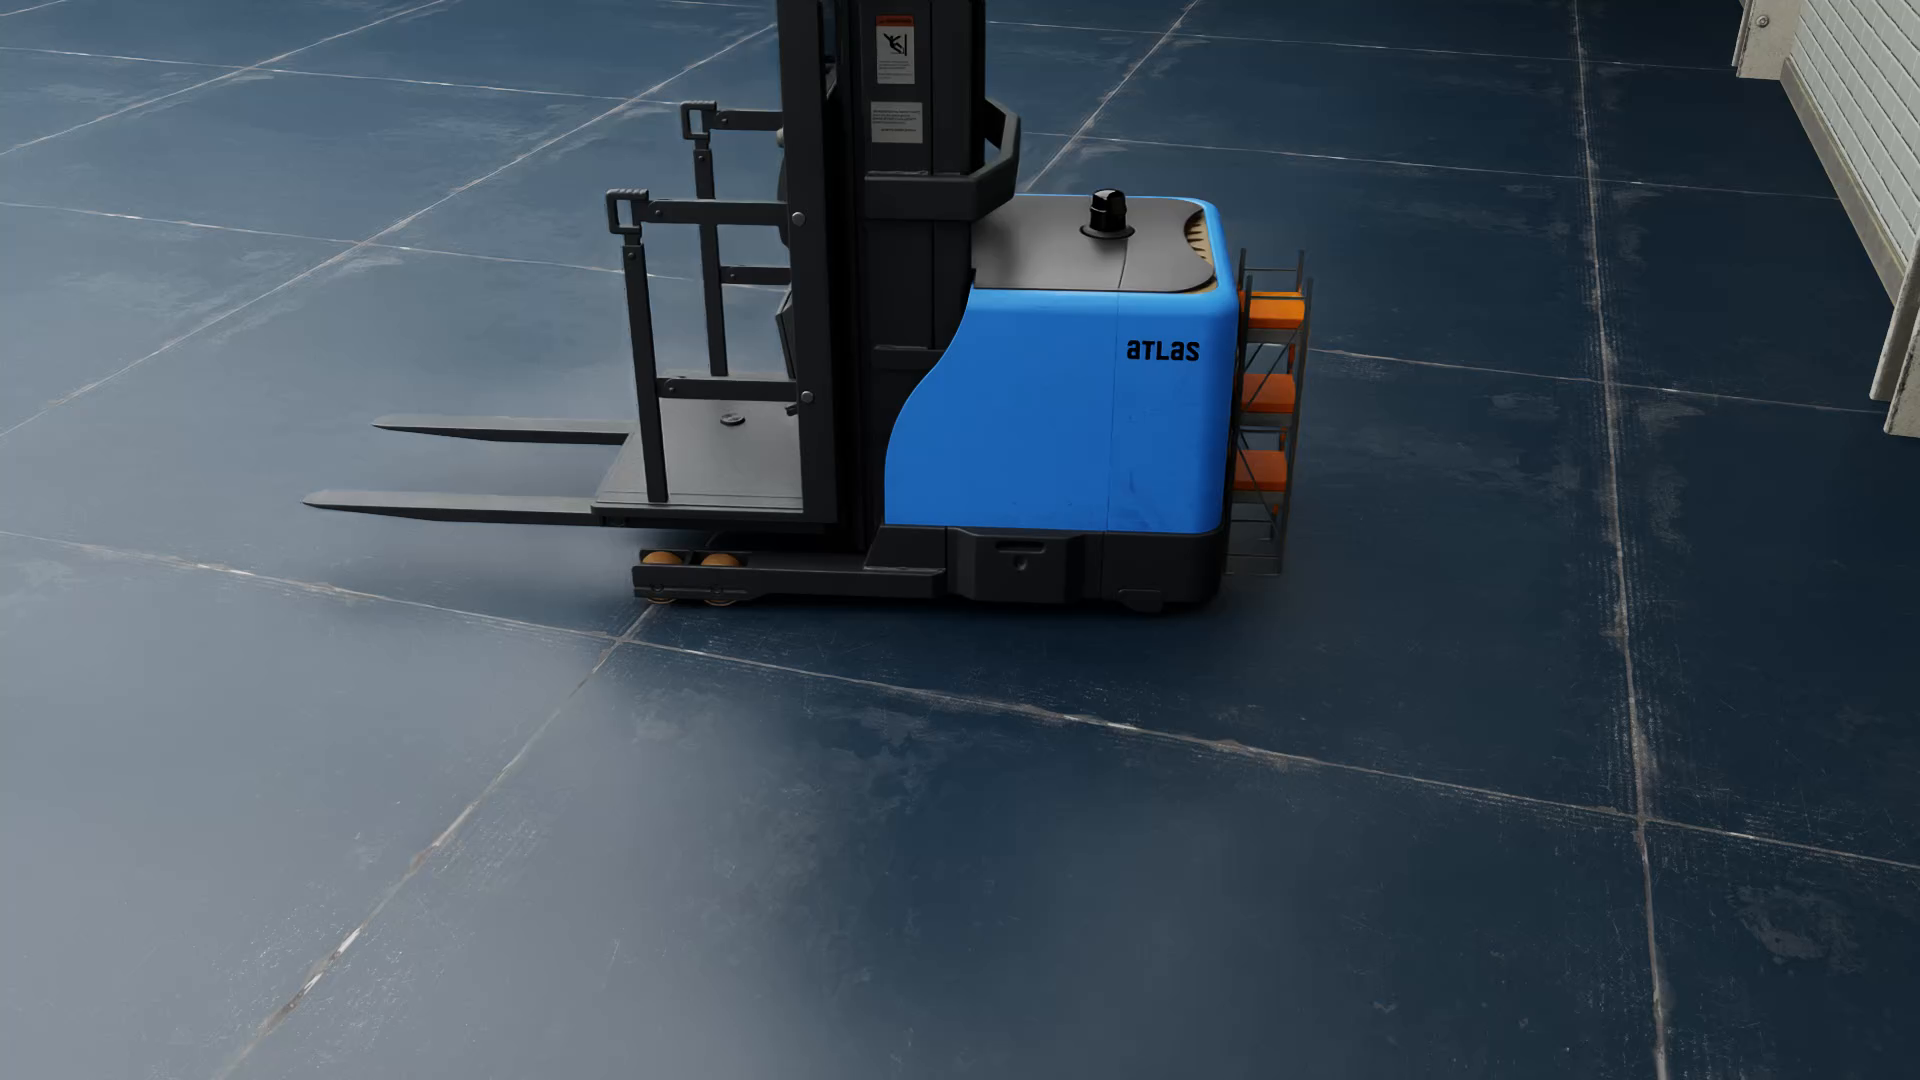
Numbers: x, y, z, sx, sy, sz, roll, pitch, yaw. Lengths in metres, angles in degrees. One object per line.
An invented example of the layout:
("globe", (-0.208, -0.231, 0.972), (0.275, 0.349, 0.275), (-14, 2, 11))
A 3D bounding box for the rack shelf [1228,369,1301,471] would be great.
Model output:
("rack shelf", (0.977, -0.391, 5.395), (0.215, 0.259, 0.240), (2, 29, 3))

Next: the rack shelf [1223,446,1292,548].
("rack shelf", (0.977, -0.148, 5.530), (0.215, 0.259, 0.240), (2, 29, 3))

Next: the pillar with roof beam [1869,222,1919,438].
("pillar with roof beam", (-0.292, -5.033, 5.540), (9.100, 9.000, 0.400), (8, 30, 15))

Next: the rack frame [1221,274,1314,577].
("rack frame", (0.969, -0.341, 5.283), (0.200, 1.050, 0.008), (2, 29, 3))

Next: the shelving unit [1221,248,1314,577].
("shelving unit", (0.977, -0.400, 5.390), (0.215, 1.050, 0.252), (2, 29, 3))

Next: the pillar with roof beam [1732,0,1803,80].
("pillar with roof beam", (1.469, -7.821, 10.552), (9.100, 9.000, 0.400), (8, 30, 15))

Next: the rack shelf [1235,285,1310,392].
("rack shelf", (0.977, -0.639, 5.257), (0.215, 0.259, 0.240), (2, 29, 3))

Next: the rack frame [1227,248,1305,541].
("rack frame", (0.986, -0.460, 5.496), (0.200, 1.050, 0.008), (2, 29, 3))

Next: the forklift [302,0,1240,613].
("forklift", (-0.651, -1.322, 5.111), (3.031, 2.935, 1.130), (2, 29, 3))
